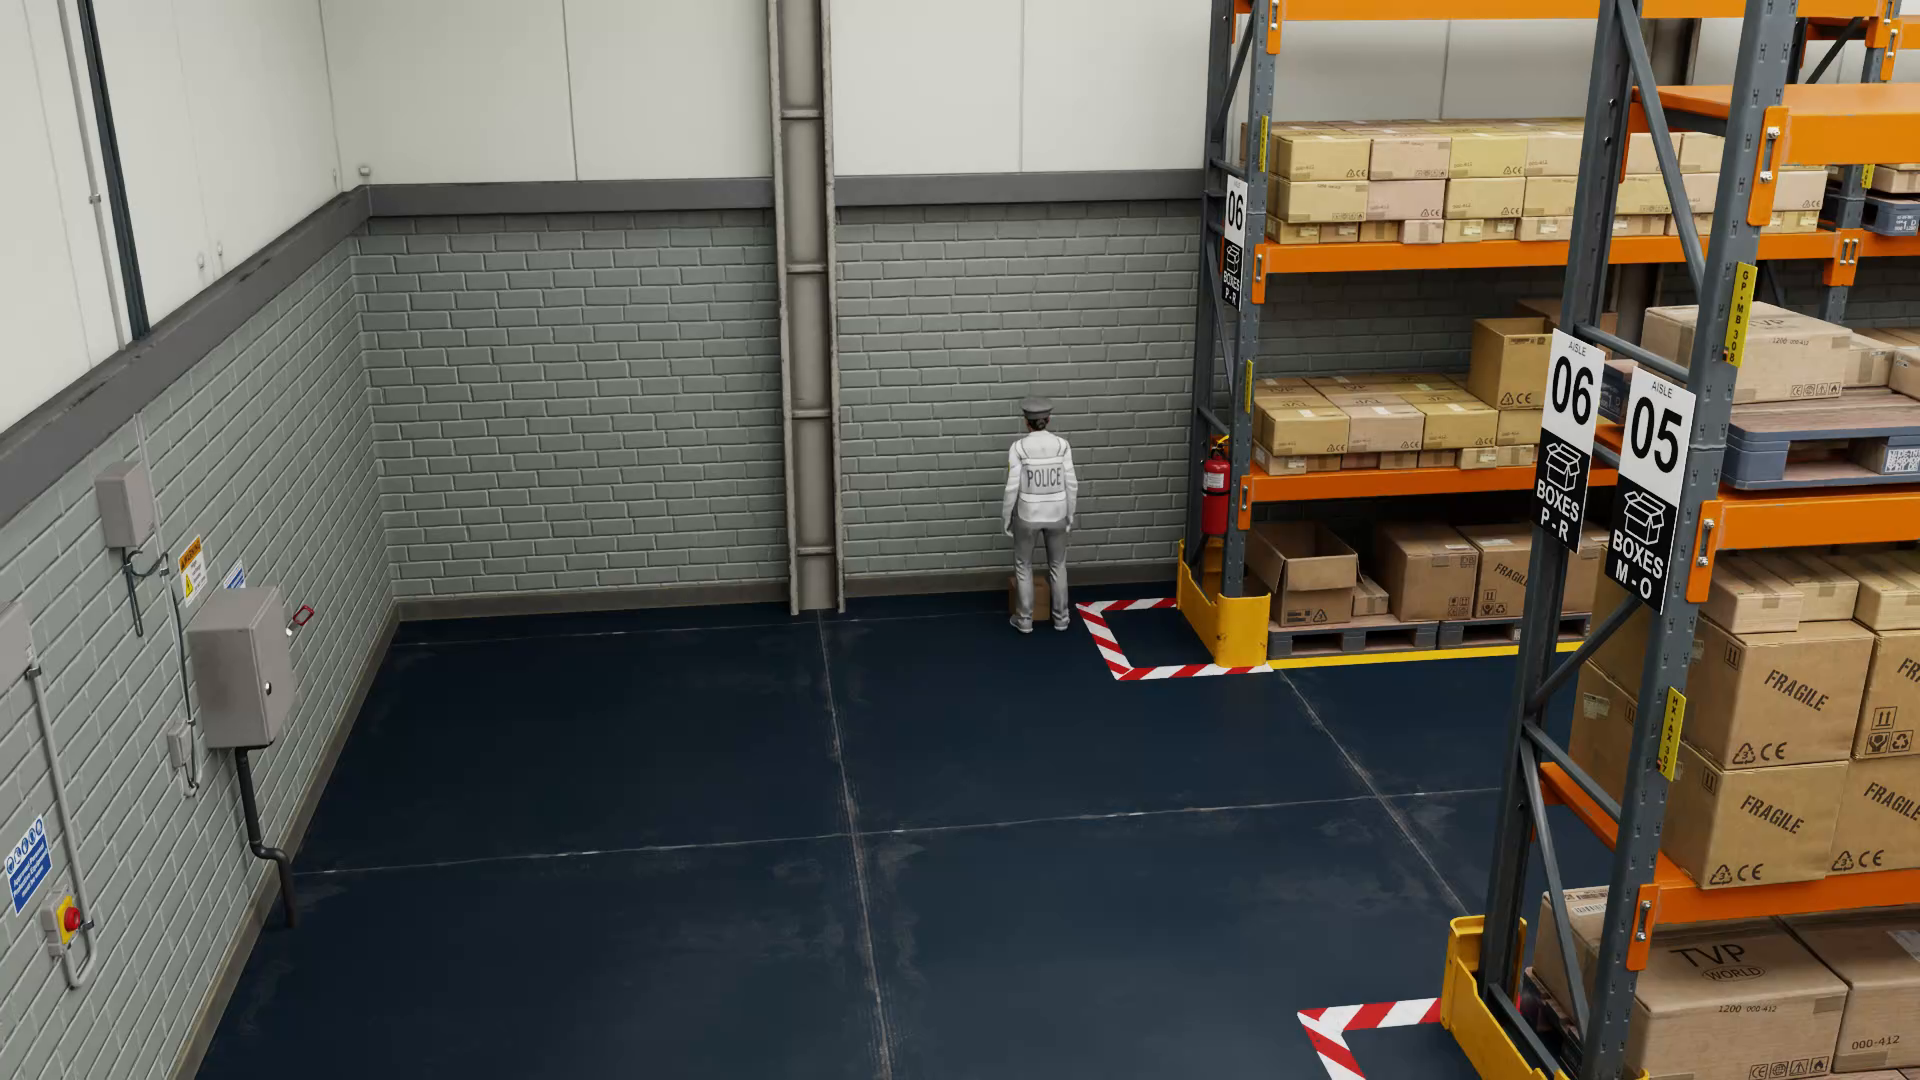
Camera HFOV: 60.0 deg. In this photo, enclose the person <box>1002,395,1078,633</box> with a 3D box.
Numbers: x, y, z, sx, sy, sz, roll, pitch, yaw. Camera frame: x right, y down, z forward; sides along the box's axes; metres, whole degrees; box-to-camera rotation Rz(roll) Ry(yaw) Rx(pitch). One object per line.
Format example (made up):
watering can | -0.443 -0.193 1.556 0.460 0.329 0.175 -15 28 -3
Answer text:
person | 0.546 -0.157 11.498 0.523 1.662 0.372 -4 20 -10
